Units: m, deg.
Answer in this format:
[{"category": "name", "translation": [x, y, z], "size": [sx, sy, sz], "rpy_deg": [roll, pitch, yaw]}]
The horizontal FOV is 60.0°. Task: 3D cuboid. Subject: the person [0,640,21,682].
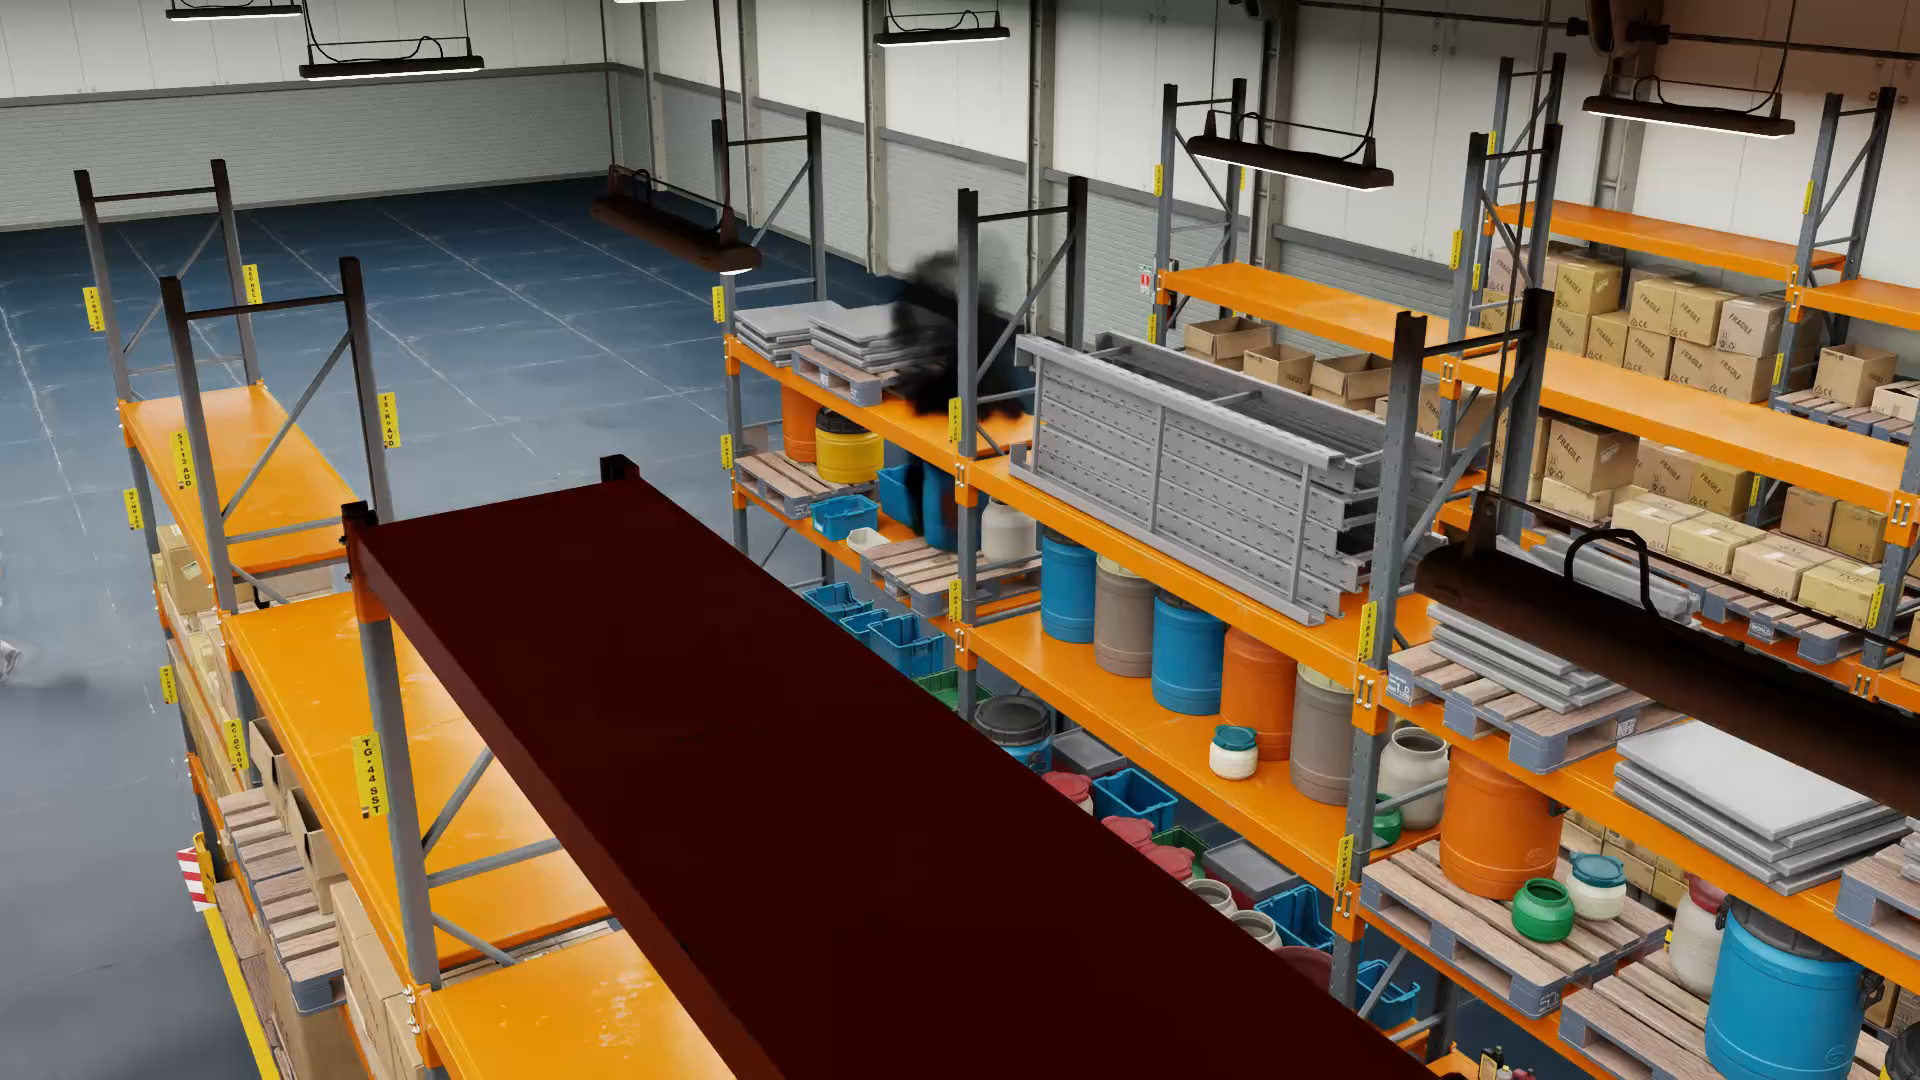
[{"category": "person", "translation": [-10.246, 0.692, 17.340], "size": [0.548, 1.747, 0.658], "rpy_deg": [-1, 22, -2]}]
